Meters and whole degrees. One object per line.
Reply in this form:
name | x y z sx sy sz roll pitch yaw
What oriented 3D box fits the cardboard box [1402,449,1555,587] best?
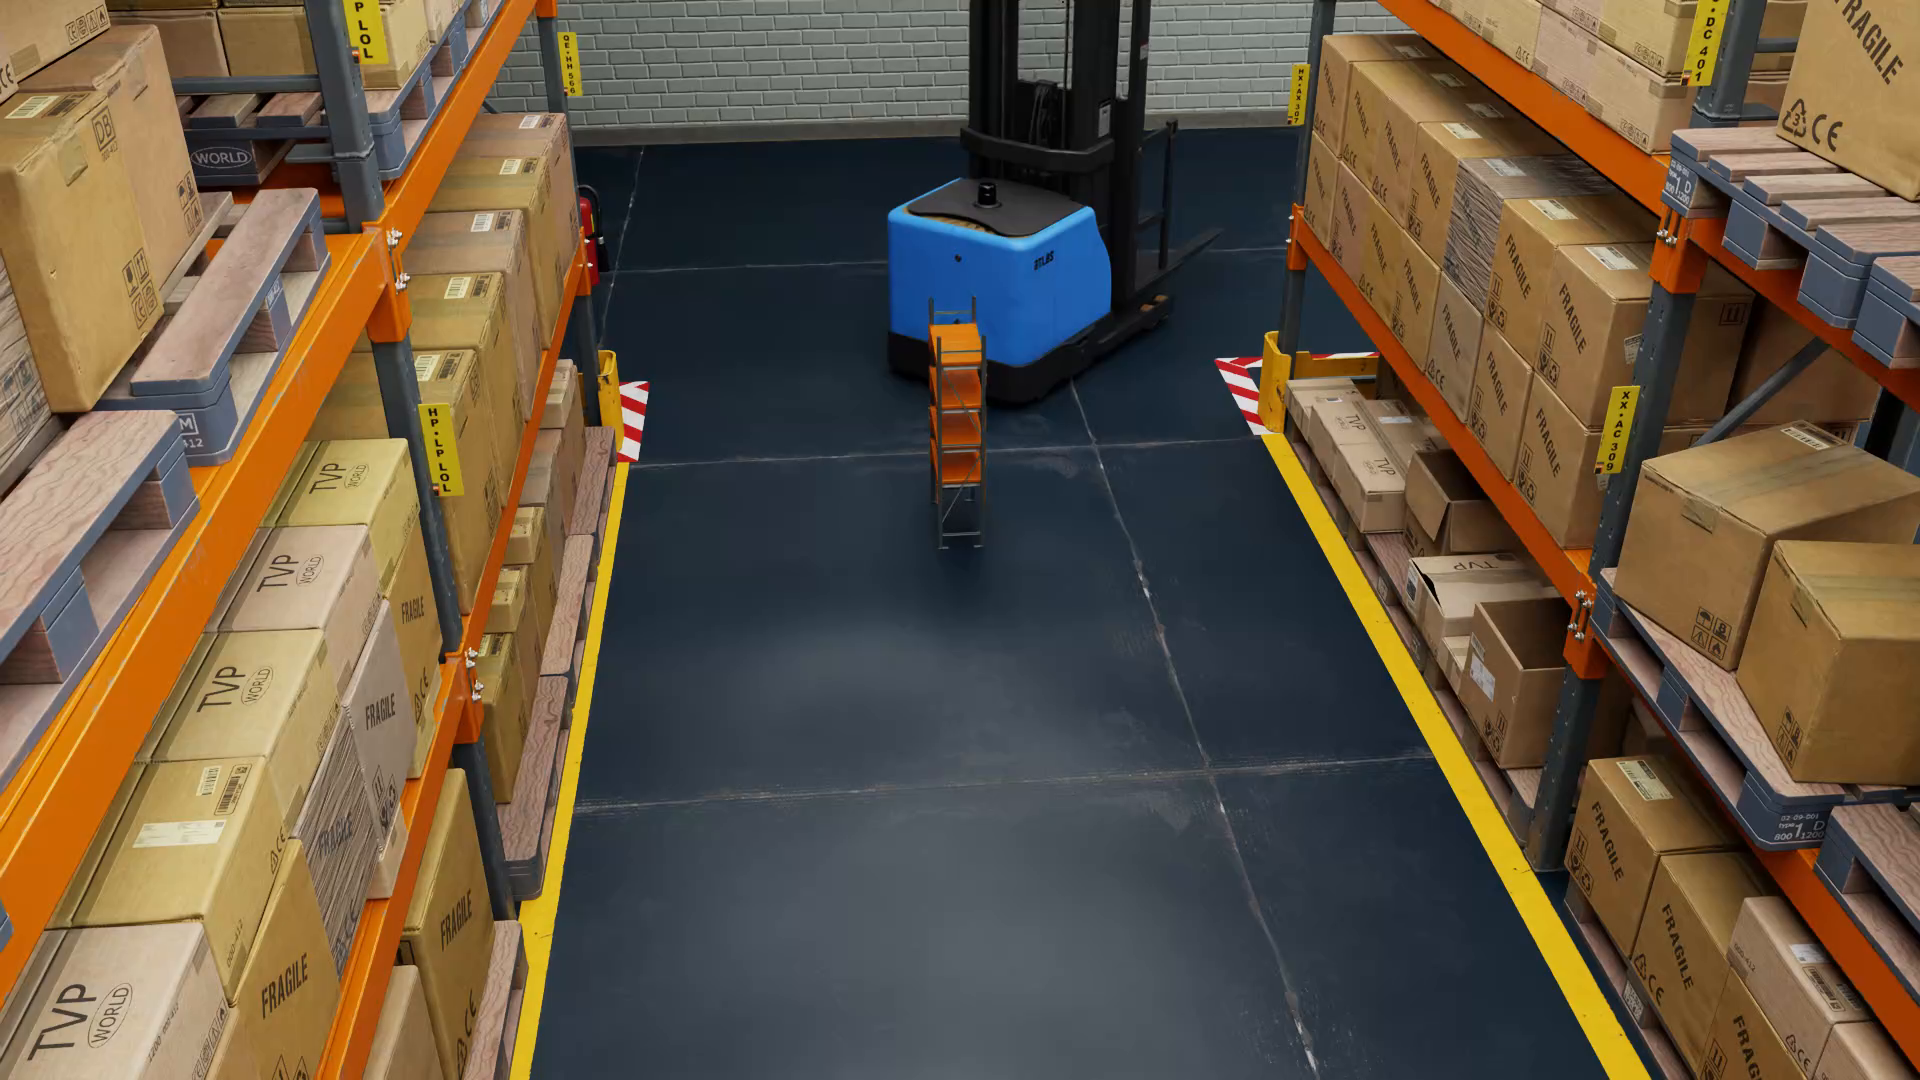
cardboard box | 2.573 -0.103 8.003 0.797 0.503 0.637 -3 31 -5

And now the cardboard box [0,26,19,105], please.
cardboard box | -2.160 -0.893 3.136 0.500 0.250 0.500 -4 31 -6

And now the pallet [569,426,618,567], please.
pallet | -2.399 -0.228 8.926 1.003 0.211 1.213 -3 31 -5

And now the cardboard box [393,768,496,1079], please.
cardboard box | -1.988 1.281 5.368 0.750 0.750 0.750 -2 31 -4

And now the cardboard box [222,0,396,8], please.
cardboard box | -1.965 -1.934 5.045 0.500 0.500 0.500 -3 31 -5

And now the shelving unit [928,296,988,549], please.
shelving unit | -0.015 -0.600 8.584 0.258 1.200 0.503 -3 31 -5

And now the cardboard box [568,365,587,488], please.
cardboard box | -2.387 -0.584 8.831 0.700 0.500 0.500 -3 31 -5

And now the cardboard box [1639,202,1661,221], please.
cardboard box | 2.941 -1.017 6.454 0.500 0.500 0.500 -4 31 -6

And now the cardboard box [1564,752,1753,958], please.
cardboard box | 2.556 1.116 5.965 0.500 0.500 0.500 -4 31 -7

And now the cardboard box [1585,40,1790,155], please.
cardboard box | 2.444 -1.486 5.534 0.500 0.250 0.500 -3 31 -5

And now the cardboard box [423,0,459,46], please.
cardboard box | -2.013 -1.861 5.654 0.500 0.250 0.500 -3 31 -6

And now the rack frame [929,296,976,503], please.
rack frame | -0.038 -0.724 8.792 0.240 1.200 0.015 -3 31 -5

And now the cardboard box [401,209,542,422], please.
cardboard box | -2.353 -0.938 7.103 0.980 0.700 0.700 -4 31 -7

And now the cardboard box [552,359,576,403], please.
cardboard box | -2.193 -0.806 8.570 0.380 0.149 0.250 -3 31 -5

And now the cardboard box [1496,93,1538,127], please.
cardboard box | 2.797 -1.805 7.774 0.500 0.500 0.500 -2 31 -3

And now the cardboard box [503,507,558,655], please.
cardboard box | -2.235 0.200 7.519 0.700 0.500 0.500 -2 31 -3

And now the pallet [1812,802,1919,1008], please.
pallet | 2.941 1.105 4.162 1.003 0.211 1.213 -3 31 -5

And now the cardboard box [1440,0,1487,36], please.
cardboard box | 2.310 -2.252 6.816 0.500 0.250 0.500 -3 31 -5

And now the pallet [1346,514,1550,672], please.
pallet | 2.574 0.195 8.217 1.003 0.211 1.213 -3 31 -5

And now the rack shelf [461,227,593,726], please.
rack shelf | -2.365 -0.500 7.363 1.077 0.370 4.000 -3 31 -5

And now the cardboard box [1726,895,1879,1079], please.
cardboard box | 2.650 1.305 4.918 0.500 0.250 0.500 -3 31 -4

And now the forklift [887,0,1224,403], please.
forklift | 0.791 -2.789 10.561 1.130 2.935 3.031 19 36 29

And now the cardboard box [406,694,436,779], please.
cardboard box | -1.817 0.598 5.049 0.380 0.149 0.250 -2 31 -4

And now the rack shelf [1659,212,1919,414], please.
rack shelf | 2.941 0.015 3.576 1.077 0.370 4.000 -3 31 -5

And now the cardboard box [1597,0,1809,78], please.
cardboard box | 2.438 -1.700 5.405 0.500 0.250 0.500 -3 31 -5

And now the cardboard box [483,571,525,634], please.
cardboard box | -1.996 0.256 6.791 0.380 0.149 0.250 -2 31 -3

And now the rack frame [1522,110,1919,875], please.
rack frame | 2.754 -0.027 5.870 1.000 3.000 0.127 -3 31 -5

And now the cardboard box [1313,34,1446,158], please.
cardboard box | 2.159 -2.302 8.607 0.500 0.500 0.500 -2 31 -3

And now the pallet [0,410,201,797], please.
pallet | -2.024 0.151 2.831 1.003 0.211 1.213 -1 31 -2

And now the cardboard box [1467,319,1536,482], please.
cardboard box | 2.402 -0.576 6.692 0.500 0.500 0.500 -2 31 -3

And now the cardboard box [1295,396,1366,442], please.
cardboard box | 2.100 -0.684 9.304 0.380 0.166 0.250 -3 31 -5

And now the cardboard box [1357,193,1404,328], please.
cardboard box | 2.257 -1.353 7.993 0.500 0.500 0.500 -3 31 -5

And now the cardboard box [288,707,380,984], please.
cardboard box | -1.788 0.774 4.123 0.500 0.500 0.500 -3 31 -4

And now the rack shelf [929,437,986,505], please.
rack shelf | -0.015 -0.371 8.720 0.258 0.148 0.480 -3 31 -5

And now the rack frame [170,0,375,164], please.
rack frame | -2.178 -2.363 3.931 1.000 3.000 0.127 -3 31 -5

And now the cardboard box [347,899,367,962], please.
cardboard box | -1.798 0.993 4.388 0.380 0.149 0.250 -3 31 -5

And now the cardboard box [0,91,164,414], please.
cardboard box | -2.088 -0.572 3.330 0.700 0.500 0.500 -3 31 -6

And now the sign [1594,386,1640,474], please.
sign | 2.214 -0.369 5.598 0.100 0.325 0.005 -3 31 -5

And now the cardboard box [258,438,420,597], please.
cardboard box | -1.879 -0.063 4.791 0.500 0.250 0.500 -2 31 -3

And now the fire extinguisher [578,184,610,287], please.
fire extinguisher | -2.106 -1.736 9.170 0.296 0.674 0.183 -3 31 -5

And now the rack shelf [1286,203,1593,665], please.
rack shelf | 2.567 -0.739 7.764 1.077 0.370 4.000 -3 31 -5

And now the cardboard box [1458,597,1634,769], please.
cardboard box | 2.418 0.580 6.862 0.500 0.500 0.500 -3 31 -5

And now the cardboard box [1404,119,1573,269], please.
cardboard box | 2.306 -1.521 7.298 0.500 0.500 0.500 -3 31 -5

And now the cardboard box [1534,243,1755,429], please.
cardboard box | 2.449 -0.745 5.999 0.500 0.500 0.500 -3 31 -4

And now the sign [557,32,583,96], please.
sign | -2.010 -2.448 8.562 0.100 0.325 0.005 -3 31 -5

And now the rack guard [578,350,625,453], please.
rack guard | -2.554 -0.769 9.550 1.175 0.500 0.348 -3 31 -5

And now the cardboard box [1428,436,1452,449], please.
cardboard box | 2.735 -0.325 8.622 0.500 0.250 0.500 -3 31 -5

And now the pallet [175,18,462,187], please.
pallet | -2.244 -1.456 5.423 1.003 0.211 1.213 -3 31 -5
